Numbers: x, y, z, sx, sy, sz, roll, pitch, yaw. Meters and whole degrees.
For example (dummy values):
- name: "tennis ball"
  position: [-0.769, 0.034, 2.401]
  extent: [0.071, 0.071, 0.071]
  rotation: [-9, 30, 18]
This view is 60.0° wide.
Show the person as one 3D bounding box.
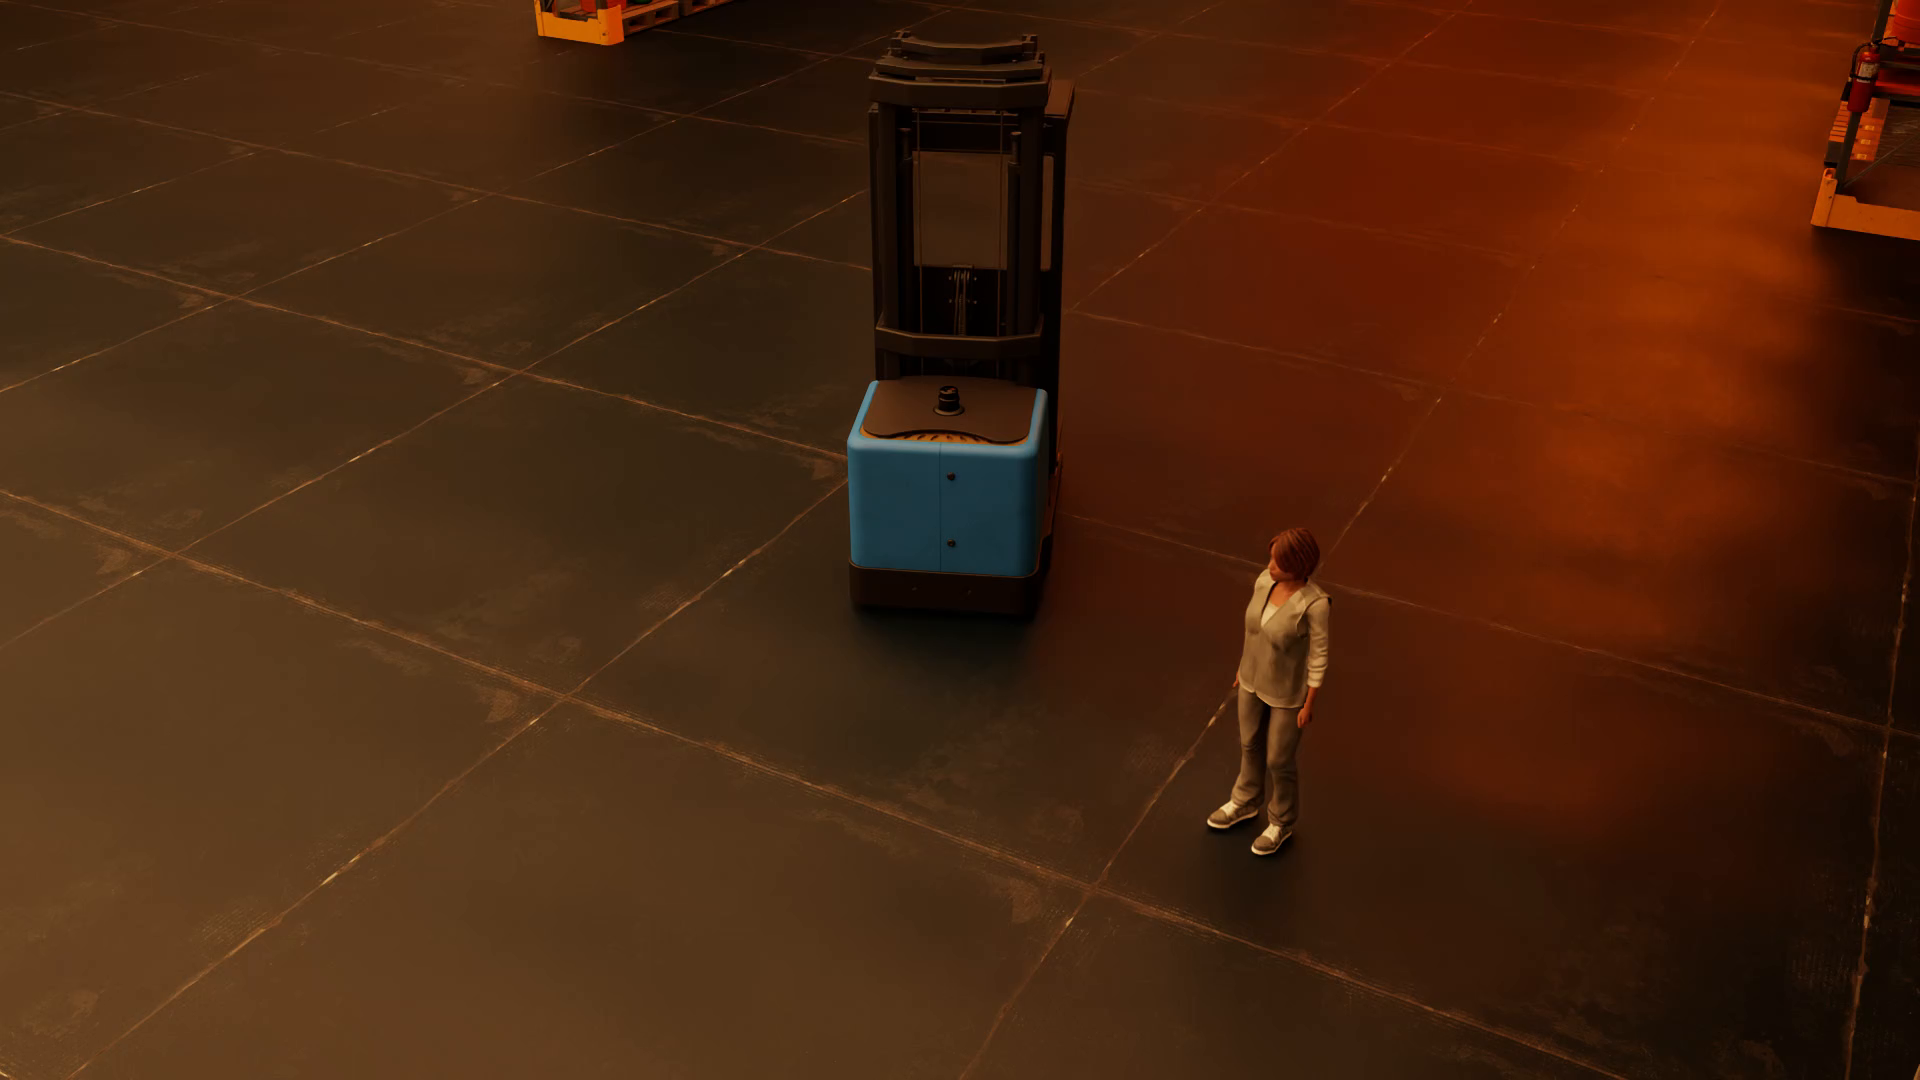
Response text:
- name: "person"
  position: [1.369, 0.654, 7.270]
  extent: [0.325, 1.603, 0.437]
  rotation: [-20, 36, -31]

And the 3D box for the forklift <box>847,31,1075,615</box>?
- name: "forklift"
  position: [0.072, -1.572, 9.794]
  extent: [1.130, 2.935, 3.031]
  rotation: [3, 30, 6]
